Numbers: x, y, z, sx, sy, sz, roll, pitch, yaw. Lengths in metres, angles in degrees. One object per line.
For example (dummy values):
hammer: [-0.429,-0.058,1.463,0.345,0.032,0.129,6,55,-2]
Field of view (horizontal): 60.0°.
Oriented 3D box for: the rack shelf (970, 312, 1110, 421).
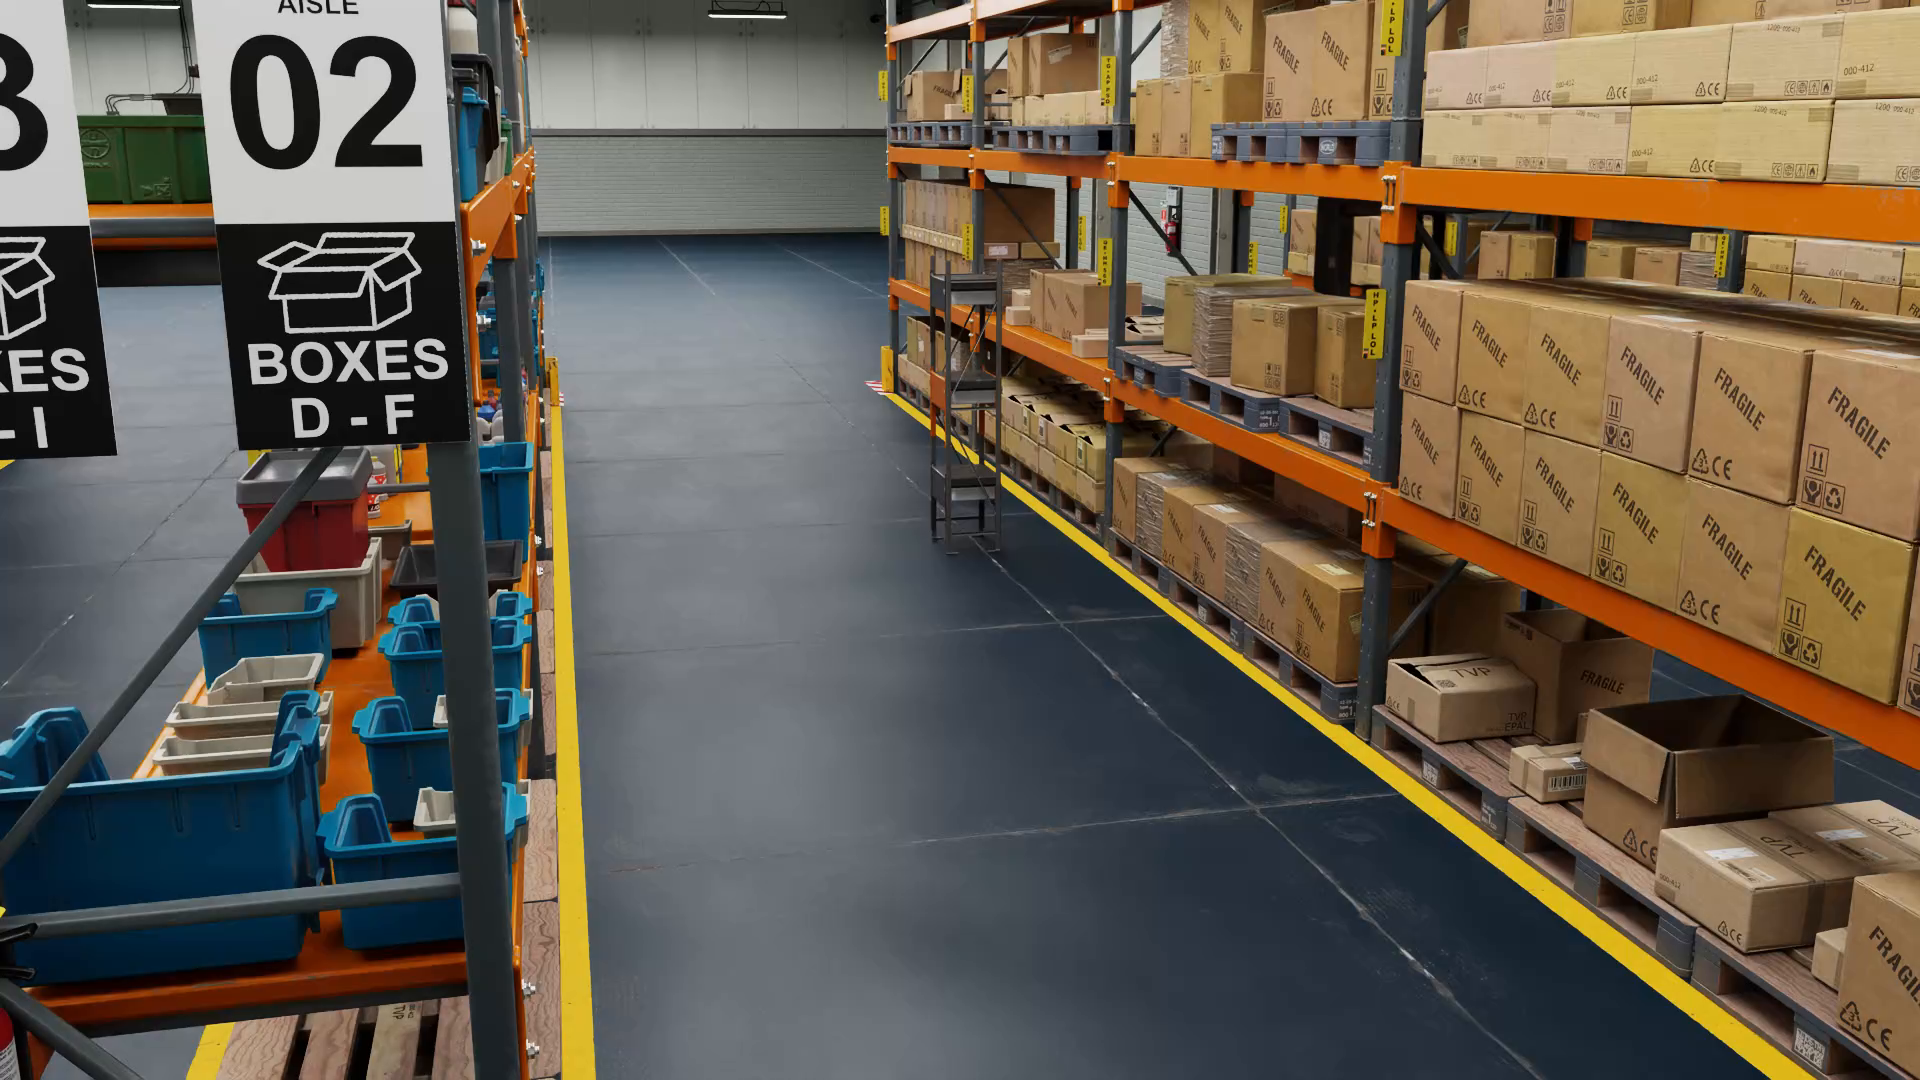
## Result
rack shelf: [1.081,-1.521,13.848,1.077,0.370,4.000,-3,14,-13]

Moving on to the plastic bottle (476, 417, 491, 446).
plastic bottle: [-2.429,-0.484,8.348,0.152,0.276,0.135,-3,14,-13]

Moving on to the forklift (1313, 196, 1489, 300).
forklift: [3.684,-1.861,13.868,1.130,2.935,3.031,-5,15,-21]

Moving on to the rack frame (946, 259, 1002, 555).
rack frame: [0.096,-0.926,11.791,0.400,2.100,0.015,-3,14,-13]

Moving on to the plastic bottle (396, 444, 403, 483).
plastic bottle: [-2.763,-0.431,7.977,0.144,0.351,0.185,-3,14,-13]

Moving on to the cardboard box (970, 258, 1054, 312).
cardboard box: [0.501,-2.482,16.056,0.700,0.500,0.500,-4,14,-15]

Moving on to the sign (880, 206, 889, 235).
sign: [-0.869,-3.684,19.195,0.100,0.325,0.005,-3,14,-13]

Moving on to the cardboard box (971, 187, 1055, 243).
cardboard box: [0.501,-3.113,15.903,0.700,0.500,0.500,-3,14,-13]

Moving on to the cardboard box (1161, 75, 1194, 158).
cardboard box: [1.806,-2.698,10.620,0.910,0.500,0.500,-3,14,-13]

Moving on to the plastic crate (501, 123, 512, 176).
plastic crate: [-1.932,-1.484,6.308,0.450,0.188,0.662,-3,14,-13]

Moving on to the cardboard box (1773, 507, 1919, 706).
cardboard box: [2.934,0.180,5.158,0.500,0.500,0.500,-3,14,-13]

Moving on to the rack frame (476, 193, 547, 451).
rack frame: [-4.204,-2.056,14.524,1.000,3.000,0.127,-3,14,-13]

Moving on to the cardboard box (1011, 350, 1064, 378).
cardboard box: [0.807,-1.689,16.348,0.500,0.500,0.500,-3,14,-13]

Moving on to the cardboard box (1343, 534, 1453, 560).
cardboard box: [2.477,0.267,9.355,0.500,0.500,0.500,-3,14,-12]

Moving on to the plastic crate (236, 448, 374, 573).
plastic crate: [-2.360,-0.051,6.055,0.402,0.464,0.583,-3,14,-13]

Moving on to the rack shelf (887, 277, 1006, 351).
rack shelf: [0.141,-2.444,17.625,1.077,0.370,4.000,-3,14,-13]

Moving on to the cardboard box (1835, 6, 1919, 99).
cardboard box: [2.943,-1.410,4.821,0.500,0.250,0.500,-3,14,-13]

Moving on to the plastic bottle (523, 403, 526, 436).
plastic bottle: [-2.412,-0.670,9.097,0.061,0.283,0.133,-3,14,-13]

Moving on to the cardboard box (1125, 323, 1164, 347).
cardboard box: [1.508,-1.452,12.238,0.500,0.311,0.500,-2,14,-10]

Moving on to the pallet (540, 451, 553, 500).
pallet: [-3.982,-0.523,14.122,1.003,0.211,1.213,-3,14,-13]

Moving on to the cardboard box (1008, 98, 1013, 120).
cardboard box: [0.749,-4.240,15.752,0.500,0.500,0.500,-2,14,-9]

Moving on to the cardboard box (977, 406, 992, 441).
cardboard box: [0.465,-1.093,15.490,0.500,0.250,0.500,-4,14,-15]

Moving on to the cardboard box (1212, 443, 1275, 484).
cardboard box: [2.016,-0.557,11.147,0.500,0.250,0.500,-3,14,-11]

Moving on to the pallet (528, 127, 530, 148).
pallet: [-4.469,-3.583,14.850,1.213,0.211,1.003,-3,14,-13]

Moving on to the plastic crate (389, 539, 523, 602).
plastic crate: [-1.802,0.137,6.000,0.437,0.125,0.590,-3,14,-13]

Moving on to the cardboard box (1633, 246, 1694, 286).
cardboard box: [6.087,-2.183,13.906,0.700,0.500,0.500,-5,14,-18]

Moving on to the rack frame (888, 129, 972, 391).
rack frame: [-0.328,-3.254,19.428,1.000,3.000,0.127,-3,14,-13]

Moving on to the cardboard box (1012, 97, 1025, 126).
cardboard box: [0.747,-3.777,14.679,0.500,0.250,0.500,-2,14,-7]

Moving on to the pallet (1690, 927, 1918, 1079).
pallet: [3.223,1.590,5.475,1.003,0.211,1.213,-3,14,-13]

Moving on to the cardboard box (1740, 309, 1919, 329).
cardboard box: [3.219,-0.568,6.113,0.500,0.500,0.500,-3,14,-14]

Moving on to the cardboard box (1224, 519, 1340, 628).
cardboard box: [1.870,0.186,9.684,0.500,0.500,0.500,-3,14,-12]

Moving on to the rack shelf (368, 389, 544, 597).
rack shelf: [-2.795,-0.323,8.944,1.077,0.370,4.000,-3,14,-13]

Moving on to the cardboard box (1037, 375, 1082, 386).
cardboard box: [0.985,-1.395,15.544,0.500,0.311,0.500,-3,14,-13]

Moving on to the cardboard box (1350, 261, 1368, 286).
cardboard box: [4.658,-2.984,18.596,0.500,0.250,0.500,-3,14,-13]

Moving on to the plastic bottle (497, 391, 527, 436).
plastic bottle: [-2.490,-0.738,9.229,0.144,0.351,0.185,-3,14,-13]

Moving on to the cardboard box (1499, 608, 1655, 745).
cardboard box: [2.900,0.630,7.868,0.500,0.500,0.500,-3,14,-13]

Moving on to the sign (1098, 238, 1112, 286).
sign: [1.012,-1.940,11.607,0.100,0.325,0.005,-3,14,-13]

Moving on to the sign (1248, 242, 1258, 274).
sign: [2.076,-1.965,11.878,0.100,0.325,0.005,-3,14,-13]

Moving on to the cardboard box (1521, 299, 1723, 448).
cardboard box: [2.569,-0.658,6.484,0.500,0.500,0.500,-4,14,-15]

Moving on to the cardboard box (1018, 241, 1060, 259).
cardboard box: [0.736,-2.768,15.860,0.380,0.149,0.250,-3,14,-13]

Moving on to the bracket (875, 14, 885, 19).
bracket: [-2.415,-15.488,49.277,0.076,0.066,3.189,-3,14,-13]

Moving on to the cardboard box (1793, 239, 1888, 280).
cardboard box: [6.348,-2.010,11.874,0.500,0.250,0.500,-3,14,-14]

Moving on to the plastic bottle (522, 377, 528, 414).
plastic bottle: [-2.646,-0.876,9.963,0.097,0.271,0.097,0,14,0]

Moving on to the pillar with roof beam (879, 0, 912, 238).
pillar with roof beam: [-5.739,-13.013,46.731,9.100,9.000,0.548,-3,14,-13]

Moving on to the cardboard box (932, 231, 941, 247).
cardboard box: [-0.085,-3.161,17.468,0.380,0.149,0.250,-3,14,-13]

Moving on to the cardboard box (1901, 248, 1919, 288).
cardboard box: [6.595,-1.777,10.922,0.500,0.250,0.500,-4,14,-14]

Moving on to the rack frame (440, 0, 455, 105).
rack frame: [-1.386,-2.202,2.481,1.000,3.000,0.127,-3,14,-13]

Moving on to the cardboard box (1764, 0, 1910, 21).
cardboard box: [3.036,-1.902,5.254,0.700,0.500,0.500,-3,14,-13]

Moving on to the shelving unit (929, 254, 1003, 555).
shelving unit: [0.039,-0.982,12.022,0.431,2.100,0.503,-3,14,-13]

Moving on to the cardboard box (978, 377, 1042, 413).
cardboard box: [0.466,-1.363,15.414,0.500,0.311,0.500,-3,14,-13]

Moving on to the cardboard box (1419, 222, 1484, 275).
cardboard box: [5.014,-3.002,17.087,0.500,0.500,0.500,-3,14,-13]

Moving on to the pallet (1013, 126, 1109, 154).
pallet: [1.039,-3.184,13.216,1.003,0.211,1.213,-3,14,-11]

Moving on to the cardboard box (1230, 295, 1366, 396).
cardboard box: [2.015,-1.143,9.689,0.700,0.500,0.500,-7,16,-27]

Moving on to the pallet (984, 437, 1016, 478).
pallet: [0.822,-0.809,15.295,1.003,0.211,1.213,-3,14,-13]

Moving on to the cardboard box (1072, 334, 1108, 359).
cardboard box: [1.071,-1.479,12.690,0.380,0.149,0.250,-3,14,-13]

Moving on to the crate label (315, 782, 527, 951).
crate label: [-1.124,0.689,3.514,0.416,0.233,0.303,-3,14,-13]

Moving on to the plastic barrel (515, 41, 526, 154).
plastic barrel: [-3.401,-3.152,11.783,0.600,0.830,0.708,-3,14,-13]

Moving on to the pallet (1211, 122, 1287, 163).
pallet: [2.159,-2.245,9.373,1.213,0.211,1.003,-3,14,-13]
